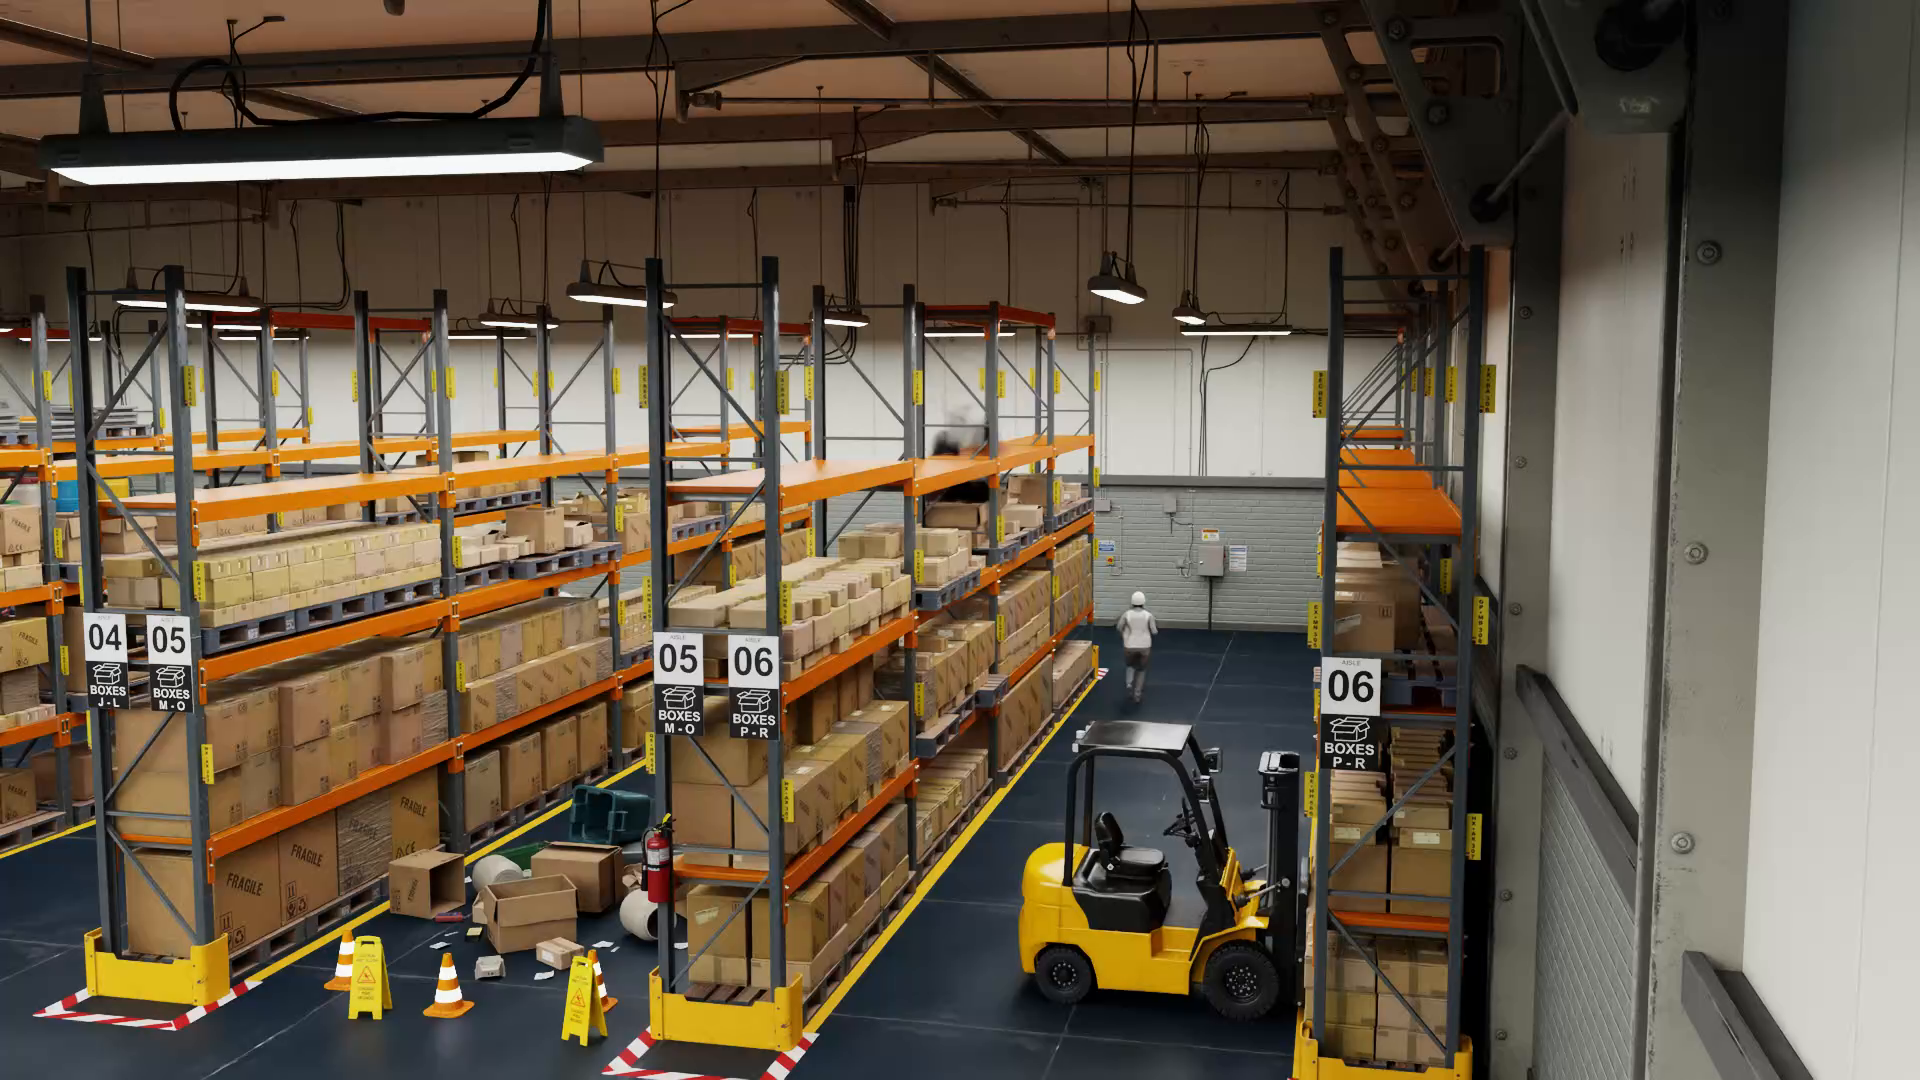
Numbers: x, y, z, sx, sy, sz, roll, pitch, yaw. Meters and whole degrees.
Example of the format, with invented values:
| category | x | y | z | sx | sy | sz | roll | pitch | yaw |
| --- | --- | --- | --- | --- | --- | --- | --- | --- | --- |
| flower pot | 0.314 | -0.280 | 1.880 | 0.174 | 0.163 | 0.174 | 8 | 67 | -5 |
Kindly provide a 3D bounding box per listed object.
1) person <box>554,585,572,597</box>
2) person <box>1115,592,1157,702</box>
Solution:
| category | x | y | z | sx | sy | sz | roll | pitch | yaw |
| --- | --- | --- | --- | --- | --- | --- | --- | --- | --- |
| person | -6.722 | 1.475 | 27.742 | 0.702 | 1.772 | 0.878 | 2 | 6 | 15 |
| person | 2.781 | 1.656 | 26.137 | 0.651 | 1.725 | 0.583 | 1 | 6 | 11 |
